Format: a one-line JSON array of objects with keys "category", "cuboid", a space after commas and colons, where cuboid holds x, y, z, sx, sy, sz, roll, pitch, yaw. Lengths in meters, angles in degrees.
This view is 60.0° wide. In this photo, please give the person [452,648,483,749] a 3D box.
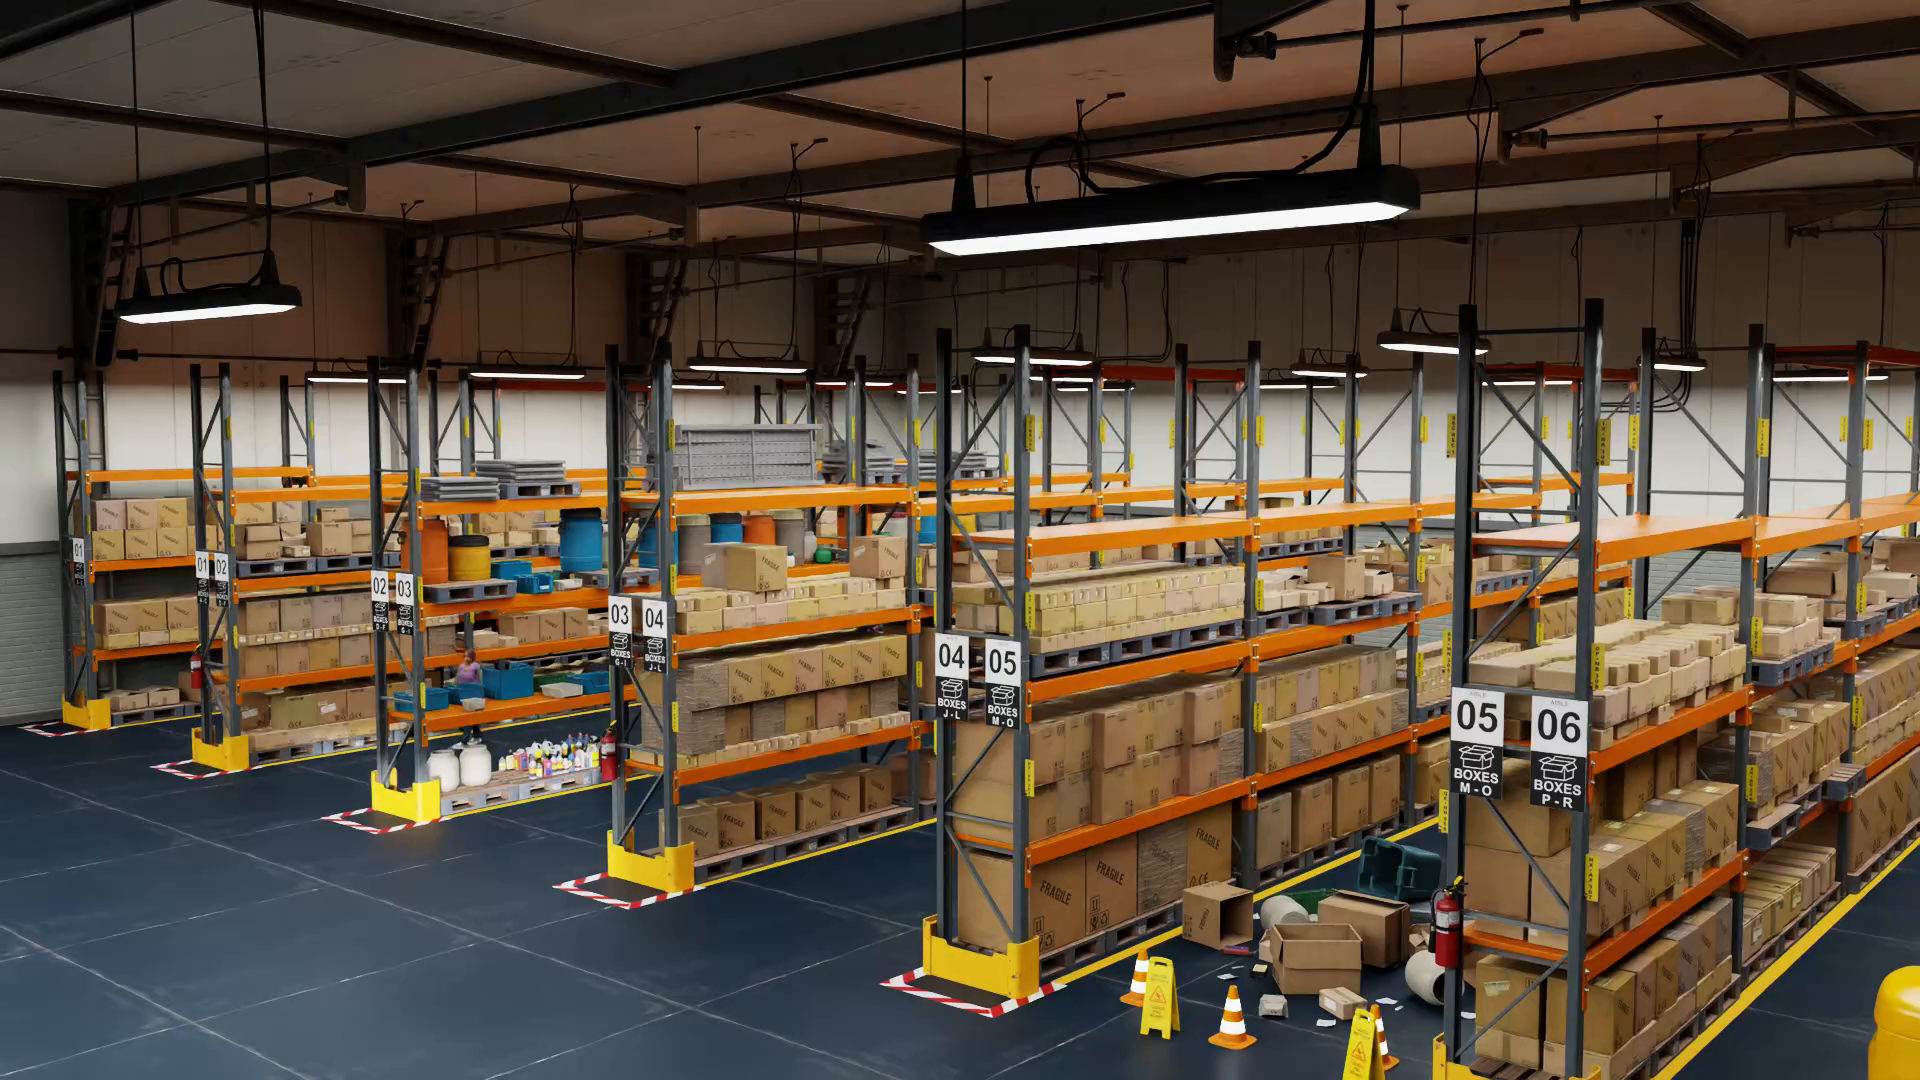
[{"category": "person", "cuboid": [-7.748, 2.483, 26.098, 0.450, 1.572, 0.809, 2, 4, 21]}]
